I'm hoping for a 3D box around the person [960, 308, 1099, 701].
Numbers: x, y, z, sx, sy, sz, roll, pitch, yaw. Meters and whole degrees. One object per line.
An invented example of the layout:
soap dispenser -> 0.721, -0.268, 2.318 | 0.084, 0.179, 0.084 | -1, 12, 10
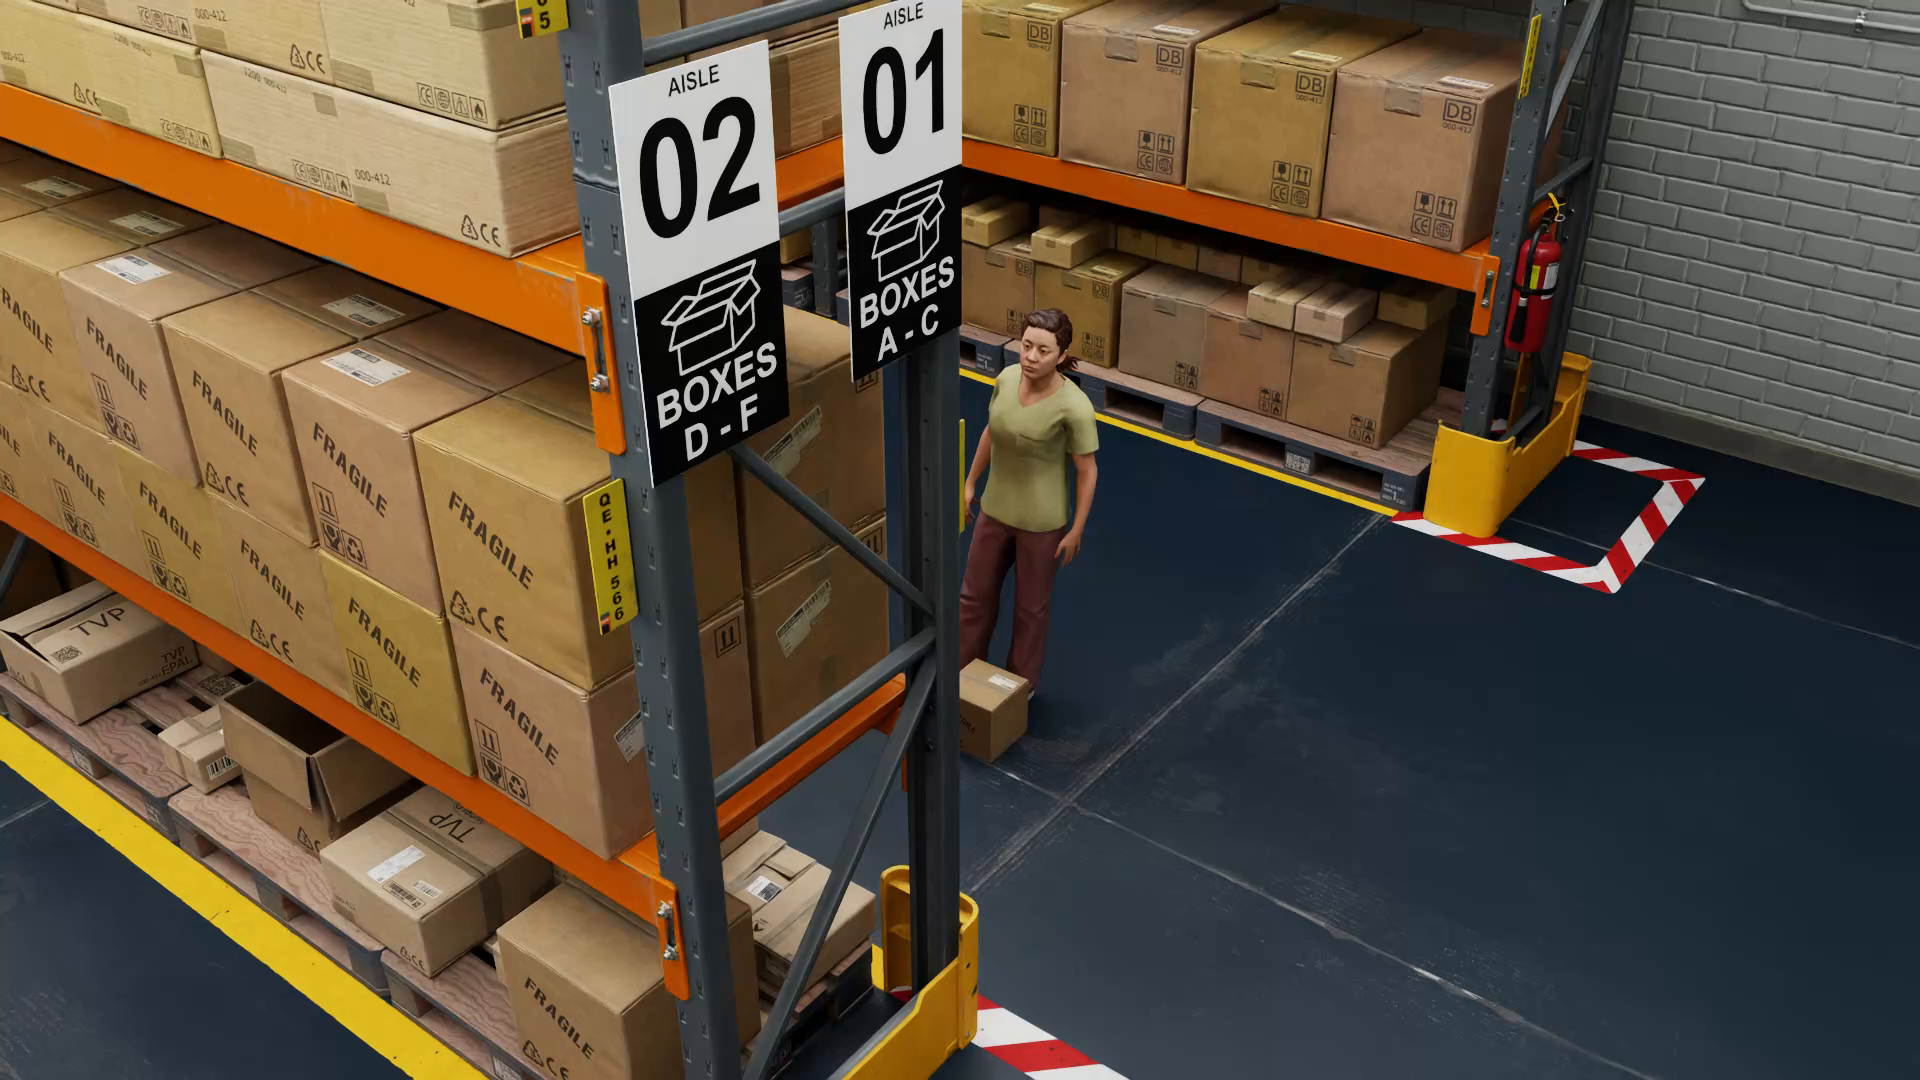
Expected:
person -> 0.196, -0.059, 6.215 | 0.552, 1.674, 0.548 | 21, 37, 31
